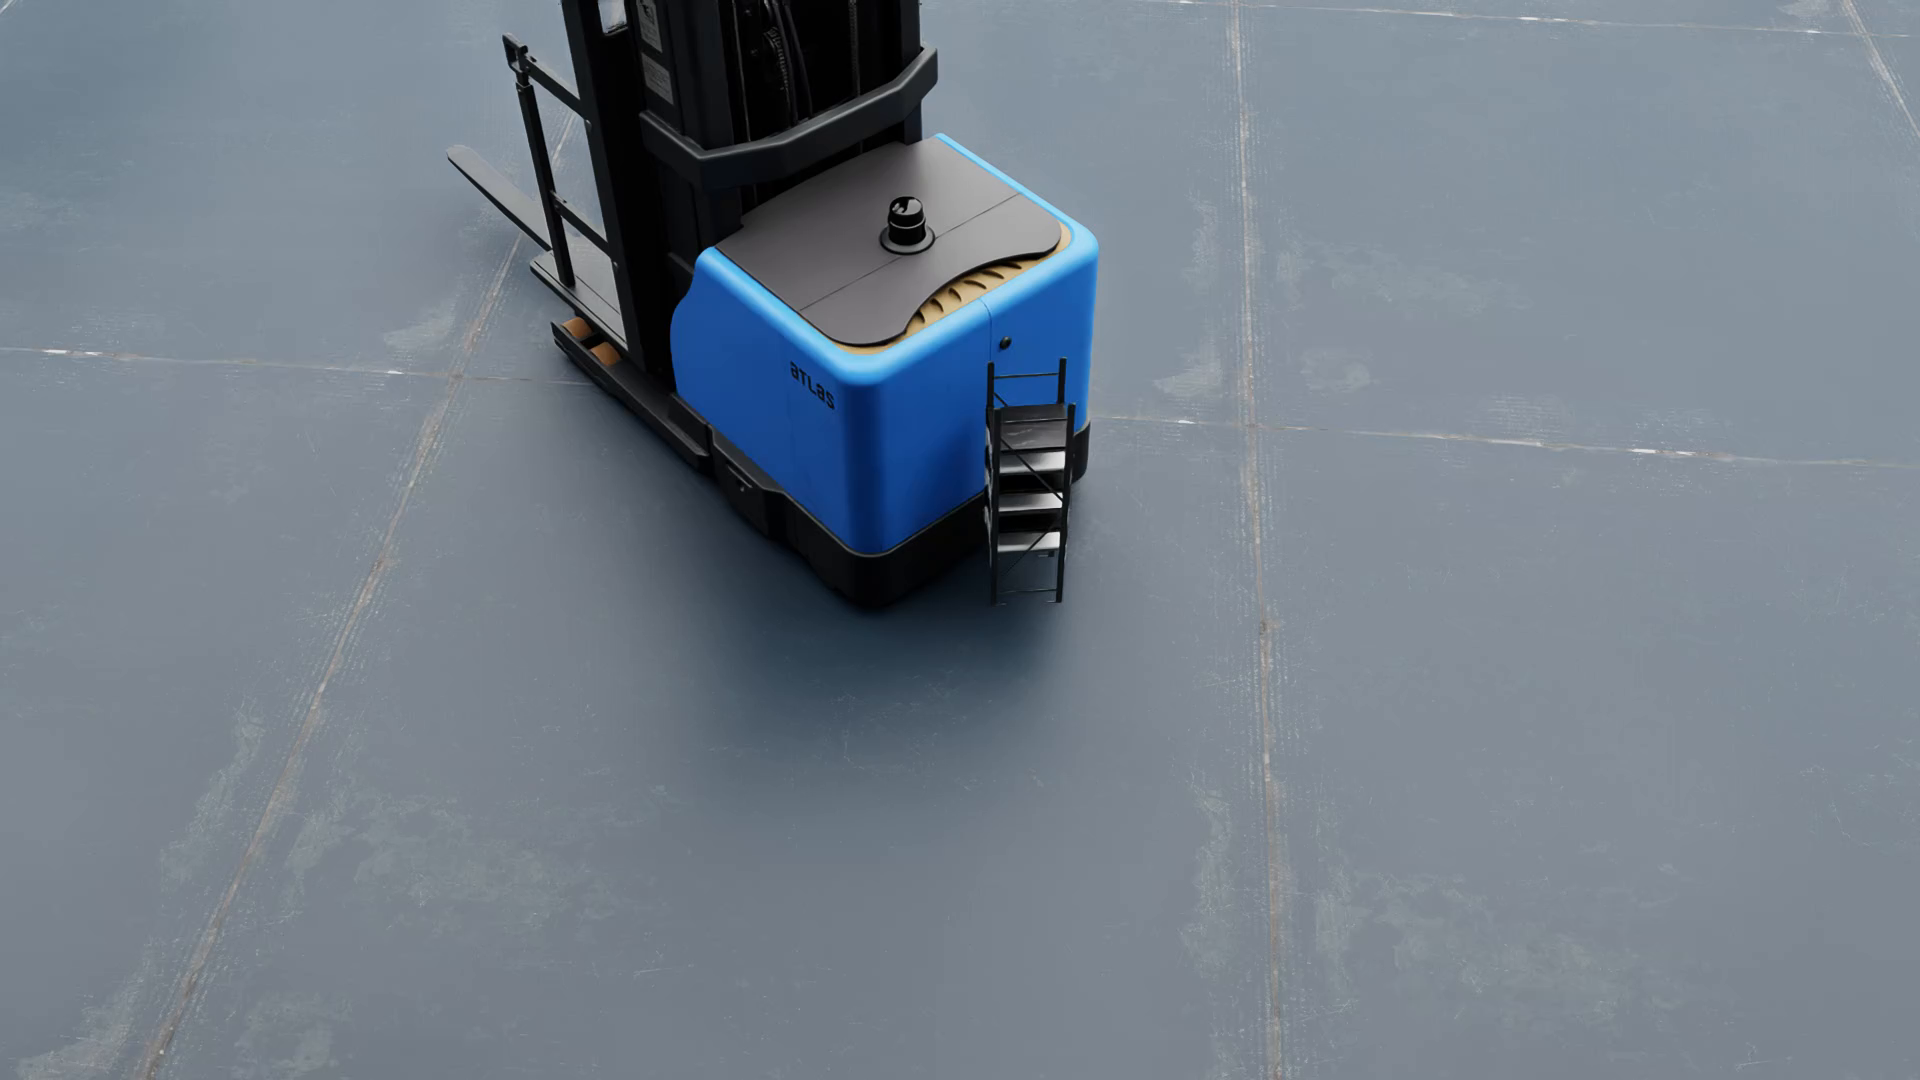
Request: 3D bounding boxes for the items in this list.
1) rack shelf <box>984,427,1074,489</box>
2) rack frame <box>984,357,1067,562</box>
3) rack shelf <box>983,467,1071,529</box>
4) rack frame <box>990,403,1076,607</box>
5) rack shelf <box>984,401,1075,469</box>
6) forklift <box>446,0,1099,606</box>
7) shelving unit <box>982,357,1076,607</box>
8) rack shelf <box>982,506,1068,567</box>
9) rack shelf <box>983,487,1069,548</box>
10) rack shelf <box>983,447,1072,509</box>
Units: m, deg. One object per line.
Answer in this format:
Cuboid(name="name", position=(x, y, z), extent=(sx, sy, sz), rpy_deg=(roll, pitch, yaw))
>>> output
Cuboid(name="rack shelf", position=(0.212, -0.264, 5.183), extent=(0.258, 0.077, 0.200), rpy_deg=(-4, 48, -3))
Cuboid(name="rack frame", position=(0.203, -0.240, 5.359), extent=(0.240, 0.900, 0.006), rpy_deg=(-4, 48, -3))
Cuboid(name="rack shelf", position=(0.212, -0.142, 5.316), extent=(0.258, 0.077, 0.200), rpy_deg=(-4, 48, -3))
Cuboid(name="rack frame", position=(0.221, -0.090, 5.223), extent=(0.240, 0.900, 0.006), rpy_deg=(-4, 48, -3))
Cuboid(name="rack shelf", position=(0.212, -0.325, 5.116), extent=(0.258, 0.077, 0.200), rpy_deg=(-4, 48, -3))
Cuboid(name="forklift", position=(-0.898, -1.787, 5.398), extent=(1.130, 2.935, 3.031), rpy_deg=(-33, 55, -26))
Cuboid(name="shelving unit", position=(0.212, -0.165, 5.291), extent=(0.258, 0.900, 0.210), rpy_deg=(-4, 48, -3))
Cuboid(name="rack shelf", position=(0.212, -0.021, 5.448), extent=(0.258, 0.077, 0.200), rpy_deg=(-4, 48, -3))
Cuboid(name="rack shelf", position=(0.212, -0.082, 5.382), extent=(0.258, 0.077, 0.200), rpy_deg=(-4, 48, -3))
Cuboid(name="rack shelf", position=(0.212, -0.203, 5.249), extent=(0.258, 0.077, 0.200), rpy_deg=(-4, 48, -3))
